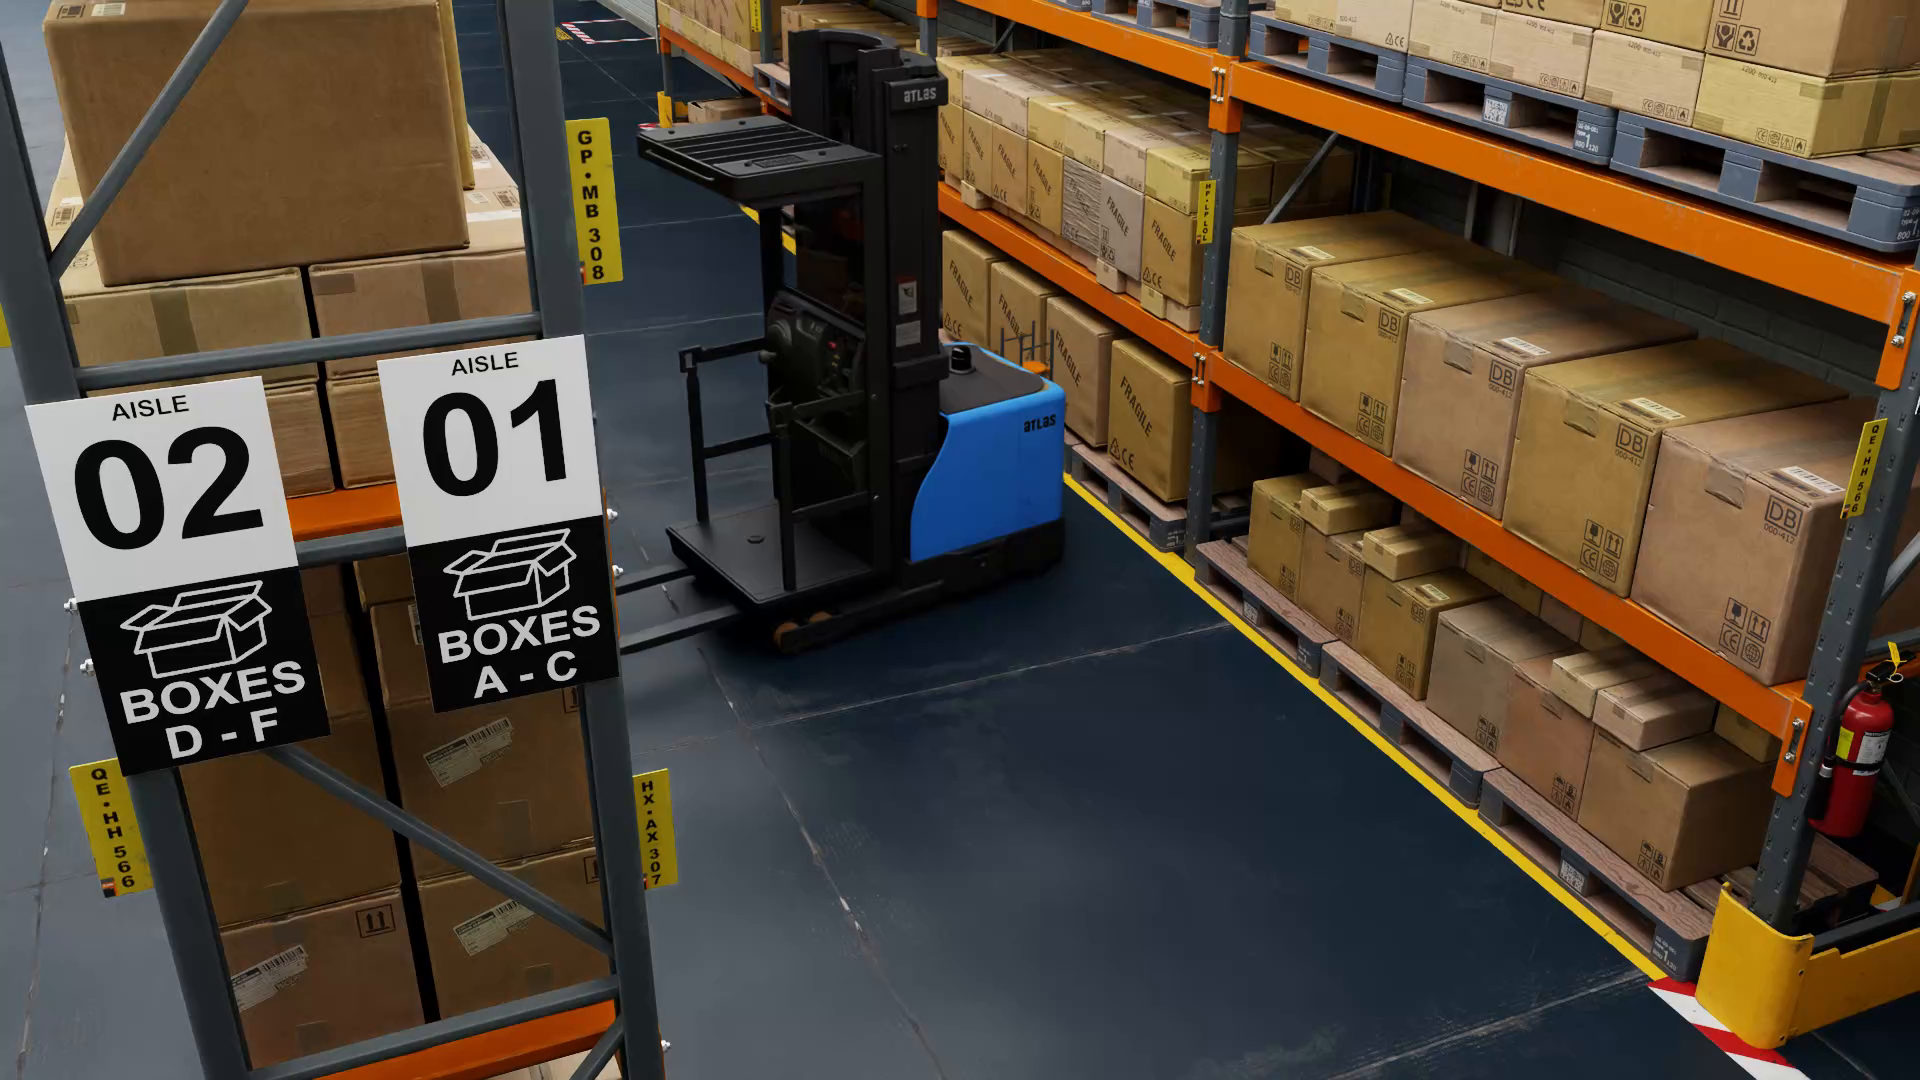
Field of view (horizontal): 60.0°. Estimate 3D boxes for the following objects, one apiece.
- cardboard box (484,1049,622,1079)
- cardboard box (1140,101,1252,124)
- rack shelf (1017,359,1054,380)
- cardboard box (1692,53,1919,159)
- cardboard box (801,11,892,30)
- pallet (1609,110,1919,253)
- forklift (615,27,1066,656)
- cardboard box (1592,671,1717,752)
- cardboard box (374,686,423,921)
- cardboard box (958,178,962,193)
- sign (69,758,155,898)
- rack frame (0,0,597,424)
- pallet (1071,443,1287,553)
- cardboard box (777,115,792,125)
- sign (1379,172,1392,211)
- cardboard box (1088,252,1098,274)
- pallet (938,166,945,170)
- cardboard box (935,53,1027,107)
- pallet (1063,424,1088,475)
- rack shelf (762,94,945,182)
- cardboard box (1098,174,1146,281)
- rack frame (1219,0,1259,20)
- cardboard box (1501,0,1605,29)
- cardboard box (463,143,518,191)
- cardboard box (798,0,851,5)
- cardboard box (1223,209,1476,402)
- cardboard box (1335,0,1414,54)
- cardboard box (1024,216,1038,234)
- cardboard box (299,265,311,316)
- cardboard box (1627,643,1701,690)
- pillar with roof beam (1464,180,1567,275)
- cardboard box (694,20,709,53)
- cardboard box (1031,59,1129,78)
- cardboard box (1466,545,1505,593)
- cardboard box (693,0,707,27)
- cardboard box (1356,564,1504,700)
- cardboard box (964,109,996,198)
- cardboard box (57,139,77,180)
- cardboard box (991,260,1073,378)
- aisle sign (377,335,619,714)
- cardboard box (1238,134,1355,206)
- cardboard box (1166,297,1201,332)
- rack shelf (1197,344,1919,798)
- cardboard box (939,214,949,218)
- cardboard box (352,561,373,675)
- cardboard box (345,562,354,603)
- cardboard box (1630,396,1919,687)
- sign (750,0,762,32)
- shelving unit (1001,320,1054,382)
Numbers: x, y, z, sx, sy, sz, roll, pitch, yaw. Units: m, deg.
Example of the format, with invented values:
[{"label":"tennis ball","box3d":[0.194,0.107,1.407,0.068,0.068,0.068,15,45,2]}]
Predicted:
[{"label":"cardboard box","box3d":[-1.374,1.739,5.403,0.500,0.250,0.500,-11,28,-21]},{"label":"cardboard box","box3d":[1.411,-2.463,10.046,0.500,0.250,0.500,-12,28,-22]},{"label":"rack shelf","box3d":[0.385,-0.952,9.612,0.258,0.103,0.180,-16,30,-30]},{"label":"cardboard box","box3d":[2.799,-1.446,5.452,0.500,0.250,0.500,-10,28,-19]},{"label":"cardboard box","box3d":[-0.989,-4.331,14.586,0.700,0.500,0.500,-8,27,-15]},{"label":"pallet","box3d":[3.030,-1.288,5.651,1.003,0.211,1.213,-11,28,-21]},{"label":"forklift","box3d":[-0.919,-0.989,8.436,3.031,2.935,1.130,-17,31,-30]},{"label":"cardboard box","box3d":[2.746,0.675,6.579,0.380,0.149,0.250,-11,28,-21]},{"label":"cardboard box","box3d":[-1.365,0.694,4.796,0.500,0.500,0.500,-11,28,-21]},{"label":"cardboard box","box3d":[0.203,-2.532,11.780,0.380,0.149,0.250,-10,28,-20]},{"label":"sign","box3d":[-1.745,0.596,3.431,0.100,0.325,0.005,-11,28,-21]},{"label":"rack frame","box3d":[-1.227,-1.525,2.617,1.000,3.000,0.127,-11,28,-21]},{"label":"pallet","box3d":[1.392,-0.342,10.210,1.003,0.211,1.213,-11,28,-21]},{"label":"cardboard box","box3d":[-1.813,-4.013,16.898,0.500,0.500,0.500,-13,29,-24]},{"label":"sign","box3d":[2.273,-1.817,8.976,0.100,0.325,0.005,-11,28,-21]},{"label":"cardboard box","box3d":[0.998,-1.697,10.071,0.380,0.149,0.250,-11,28,-21]},{"label":"pallet","box3d":[-0.180,-3.095,12.888,1.213,0.211,1.003,-11,28,-21]},{"label":"cardboard box","box3d":[0.149,-3.197,11.548,0.500,0.250,0.500,-10,28,-19]},{"label":"pallet","box3d":[0.910,-0.835,11.220,1.003,0.211,1.213,-11,28,-21]},{"label":"rack shelf","box3d":[-0.586,-3.396,14.106,1.077,0.370,4.000,-11,28,-21]},{"label":"cardboard box","box3d":[1.142,-1.832,9.607,0.500,0.500,0.500,-10,28,-20]},{"label":"rack frame","box3d":[1.763,-3.992,7.671,1.000,3.000,0.127,-11,28,-21]},{"label":"cardboard box","box3d":[2.394,-2.195,6.131,0.500,0.500,0.500,-12,28,-23]},{"label":"cardboard box","box3d":[-1.378,-0.790,4.131,0.500,0.250,0.500,-11,28,-21]},{"label":"cardboard box","box3d":[-1.361,-5.030,15.928,0.500,0.500,0.500,-11,28,-22]},{"label":"cardboard box","box3d":[1.961,-1.210,8.467,0.980,0.700,0.700,-10,28,-20]},{"label":"cardboard box","box3d":[1.978,-2.278,7.157,0.500,0.250,0.500,-11,28,-22]},{"label":"cardboard box","box3d":[0.642,-2.120,10.937,0.380,0.149,0.250,-10,28,-20]},{"label":"cardboard box","box3d":[-1.575,-0.766,4.653,0.500,0.250,0.500,-11,28,-21]},{"label":"cardboard box","box3d":[2.998,0.508,6.923,0.380,0.149,0.250,-10,28,-20]},{"label":"pillar with roof beam","box3d":[-1.128,-3.119,5.881,9.100,9.000,0.400,-11,28,-21]},{"label":"cardboard box","box3d":[-2.431,-5.213,17.156,0.500,0.250,0.500,-10,28,-20]},{"label":"cardboard box","box3d":[0.813,-3.088,11.325,0.500,0.250,0.500,-12,28,-22]},{"label":"cardboard box","box3d":[2.600,0.098,7.761,0.380,0.149,0.250,-11,28,-22]},{"label":"cardboard box","box3d":[-2.432,-5.558,17.008,0.500,0.500,0.500,-10,28,-19]},{"label":"cardboard box","box3d":[2.355,0.368,7.947,0.700,0.500,0.500,-10,28,-19]},{"label":"cardboard box","box3d":[0.348,-2.646,11.275,0.500,0.500,0.500,-10,28,-19]},{"label":"cardboard box","box3d":[-2.051,-0.902,4.361,0.500,0.250,0.500,-11,28,-21]},{"label":"cardboard box","box3d":[0.701,-1.460,11.293,0.750,0.750,0.750,-11,28,-21]},{"label":"aisle sign","box3d":[-0.930,-0.020,3.410,0.394,0.787,0.004,-11,28,-21]},{"label":"cardboard box","box3d":[1.823,-2.052,9.203,0.500,0.250,0.500,-10,28,-19]},{"label":"cardboard box","box3d":[1.371,-1.281,9.218,0.380,0.149,0.250,-10,28,-20]},{"label":"rack shelf","box3d":[2.547,-0.166,7.491,1.077,0.370,4.000,-11,28,-21]},{"label":"cardboard box","box3d":[-0.228,-2.496,13.790,0.700,0.500,0.500,-11,28,-21]},{"label":"cardboard box","box3d":[-1.561,0.040,4.997,0.500,0.500,0.500,-10,28,-20]},{"label":"cardboard box","box3d":[-2.158,-0.123,6.470,0.500,0.500,0.500,-10,28,-19]},{"label":"cardboard box","box3d":[3.121,-0.021,6.032,0.980,0.700,0.700,-9,28,-18]},{"label":"sign","box3d":[-1.866,-4.819,15.214,0.100,0.325,0.005,-11,28,-21]},{"label":"shelving unit","box3d":[0.385,-0.668,9.750,0.258,1.200,0.189,-16,30,-30]}]
